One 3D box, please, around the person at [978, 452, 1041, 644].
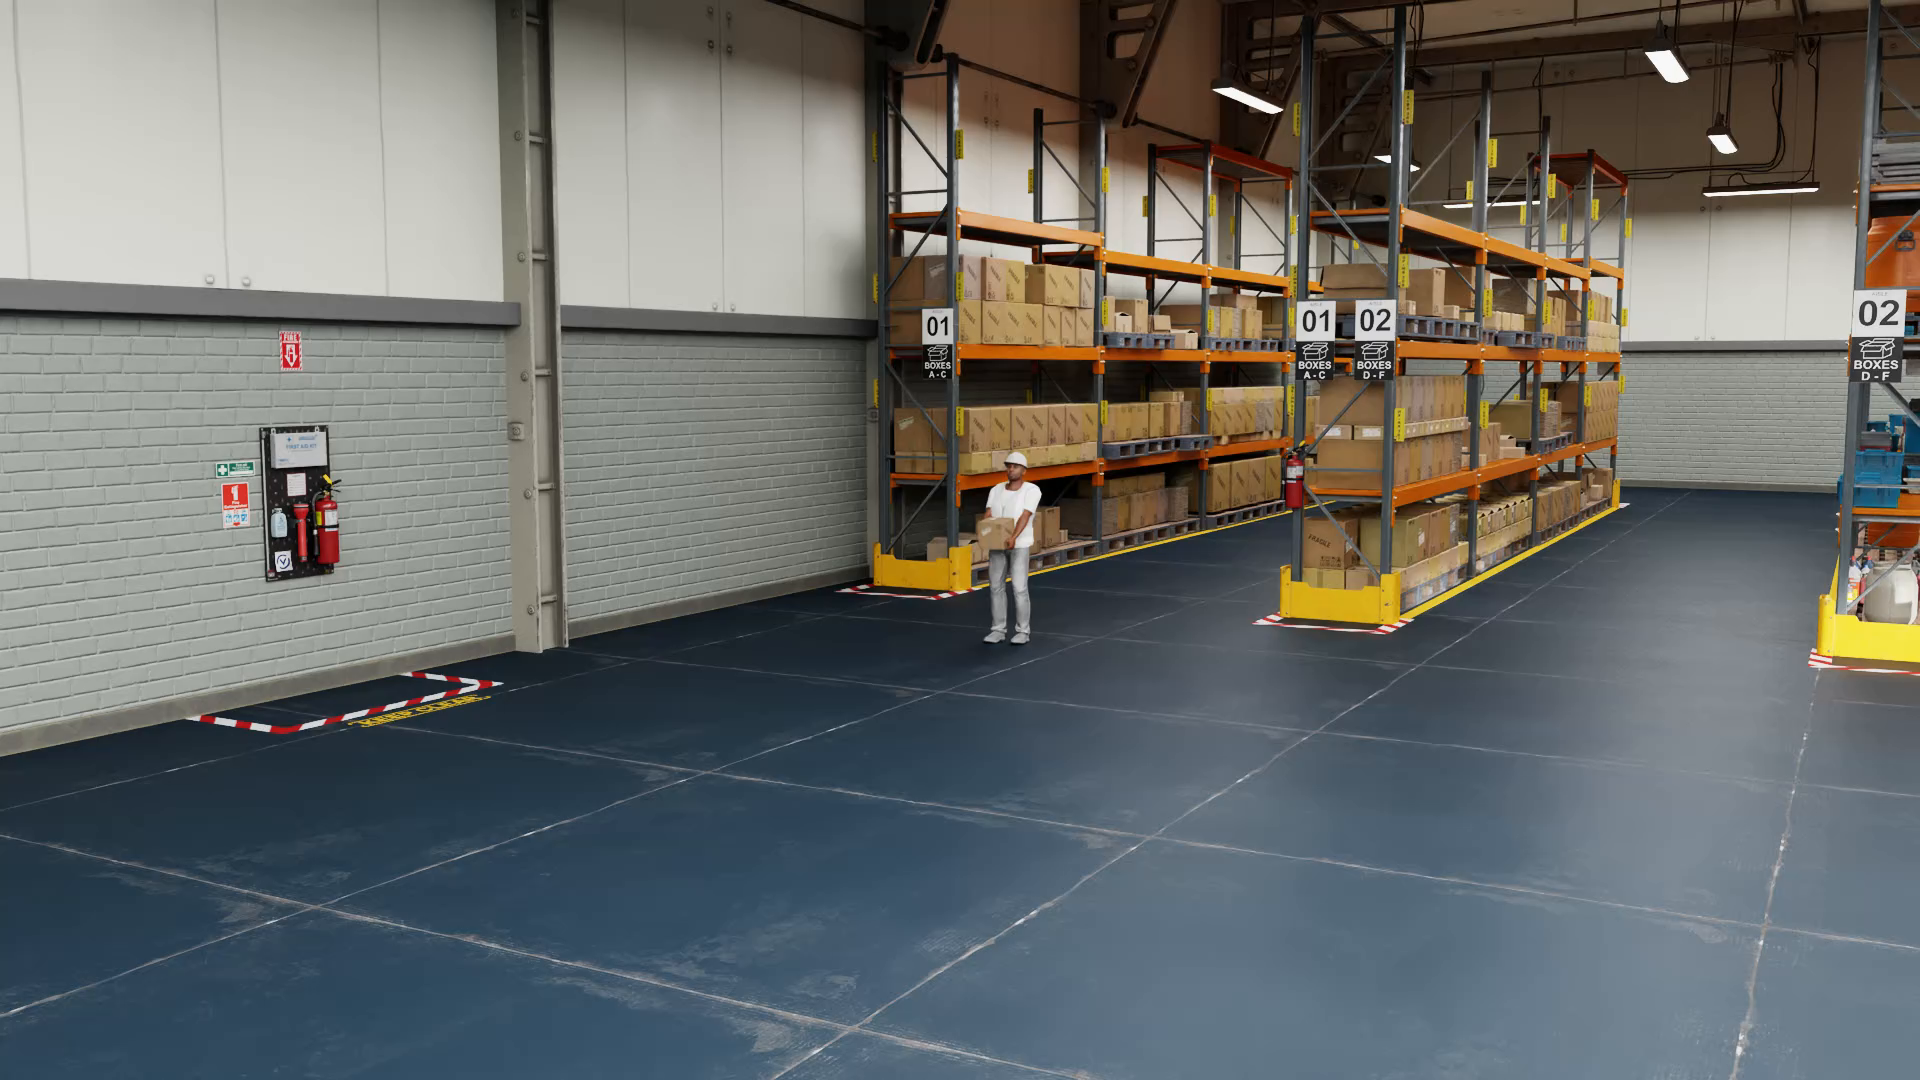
[{"bbox_3d":[0.434,0.077,15.303,0.502,1.762,0.586,3,7,29],"label":"person"}]
